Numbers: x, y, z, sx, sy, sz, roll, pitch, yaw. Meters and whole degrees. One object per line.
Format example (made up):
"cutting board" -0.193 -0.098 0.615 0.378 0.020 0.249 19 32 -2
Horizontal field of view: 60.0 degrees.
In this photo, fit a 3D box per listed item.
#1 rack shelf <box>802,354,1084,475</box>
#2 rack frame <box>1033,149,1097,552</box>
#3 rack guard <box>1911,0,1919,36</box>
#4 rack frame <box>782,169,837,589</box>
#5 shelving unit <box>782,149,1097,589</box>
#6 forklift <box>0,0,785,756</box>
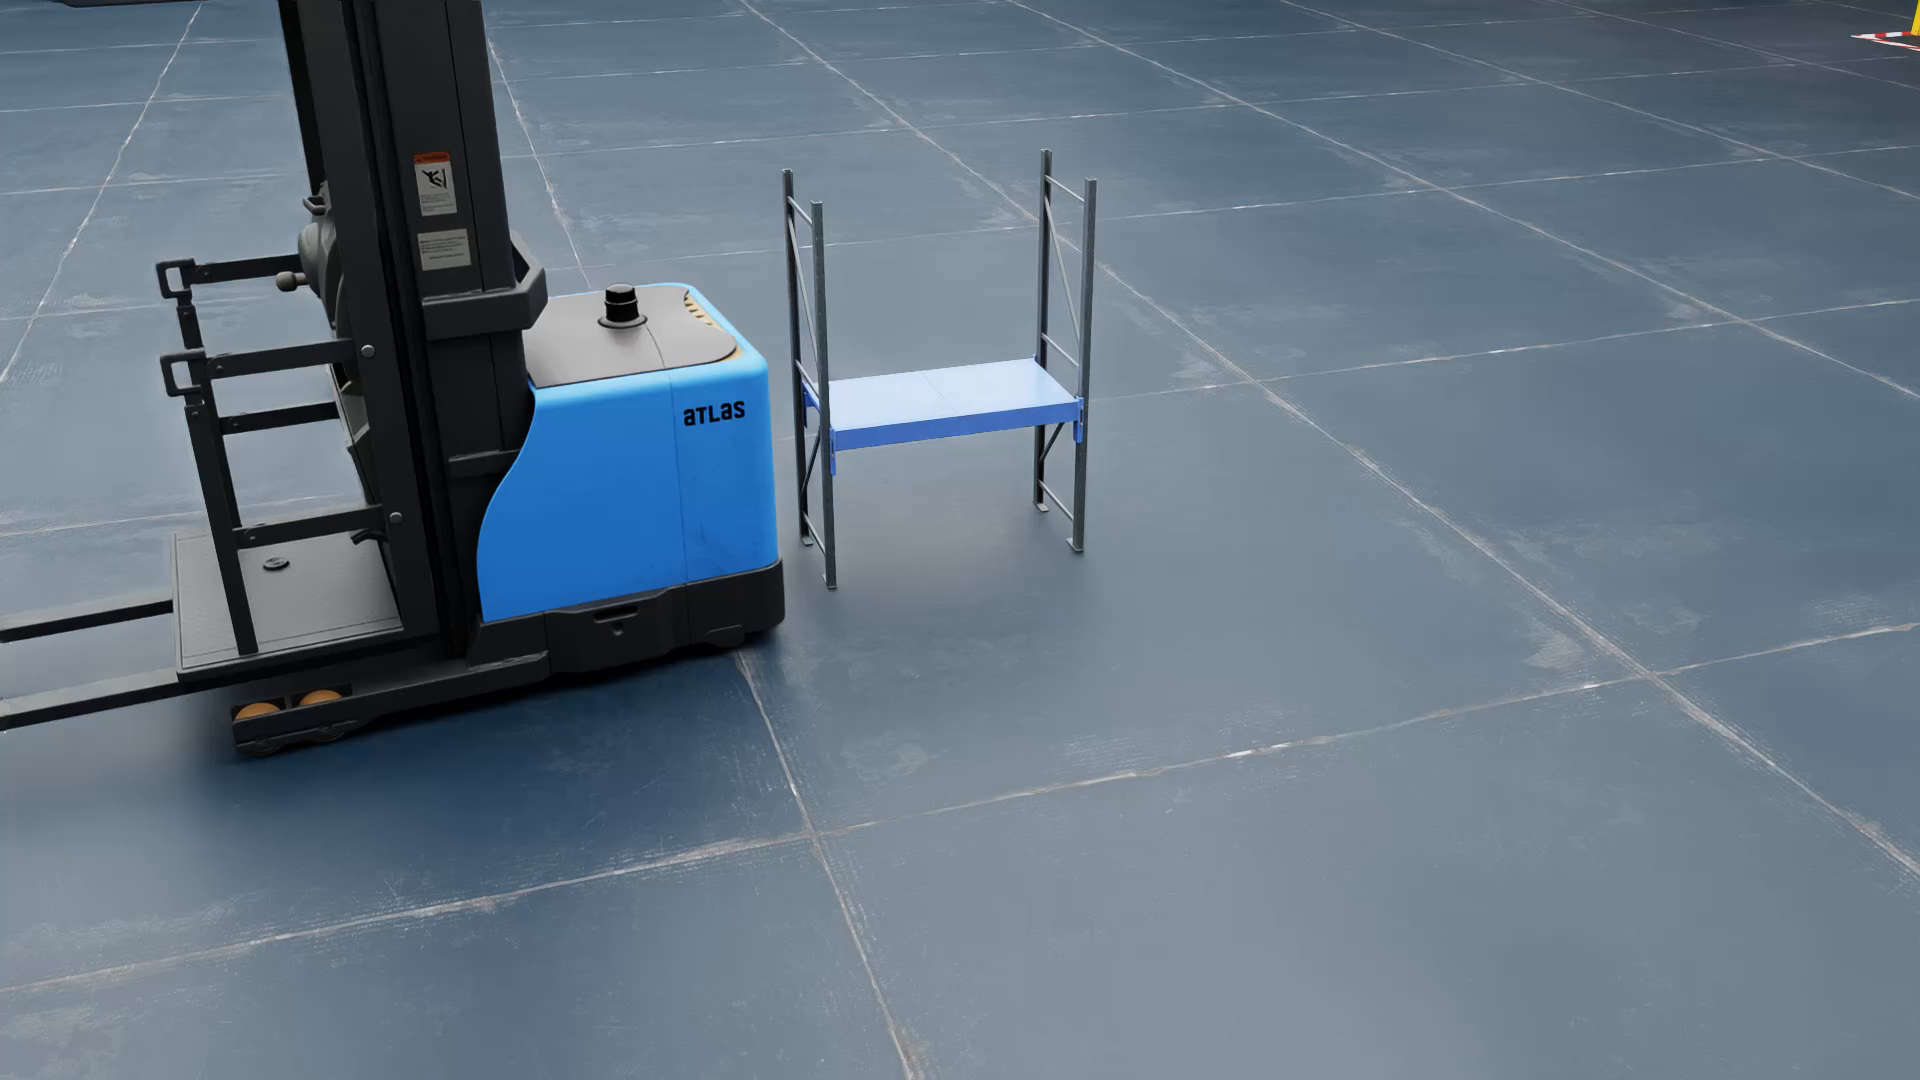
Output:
"rack shelf" -0.081 -0.499 6.473 1.000 0.185 0.538 -8 28 -16
"rack frame" 0.402 -0.730 6.534 0.032 1.500 0.500 -8 28 -16
"rack guard" 10.301 -5.321 16.905 0.348 0.500 1.175 -8 28 -16
"rack frame" -0.564 -0.590 6.252 0.032 1.500 0.500 -8 28 -16
"shelving unit" -0.081 -0.660 6.393 1.048 1.500 0.538 -8 28 -16
"forklift" -2.196 -0.886 5.238 3.031 2.935 1.130 -11 29 -21
